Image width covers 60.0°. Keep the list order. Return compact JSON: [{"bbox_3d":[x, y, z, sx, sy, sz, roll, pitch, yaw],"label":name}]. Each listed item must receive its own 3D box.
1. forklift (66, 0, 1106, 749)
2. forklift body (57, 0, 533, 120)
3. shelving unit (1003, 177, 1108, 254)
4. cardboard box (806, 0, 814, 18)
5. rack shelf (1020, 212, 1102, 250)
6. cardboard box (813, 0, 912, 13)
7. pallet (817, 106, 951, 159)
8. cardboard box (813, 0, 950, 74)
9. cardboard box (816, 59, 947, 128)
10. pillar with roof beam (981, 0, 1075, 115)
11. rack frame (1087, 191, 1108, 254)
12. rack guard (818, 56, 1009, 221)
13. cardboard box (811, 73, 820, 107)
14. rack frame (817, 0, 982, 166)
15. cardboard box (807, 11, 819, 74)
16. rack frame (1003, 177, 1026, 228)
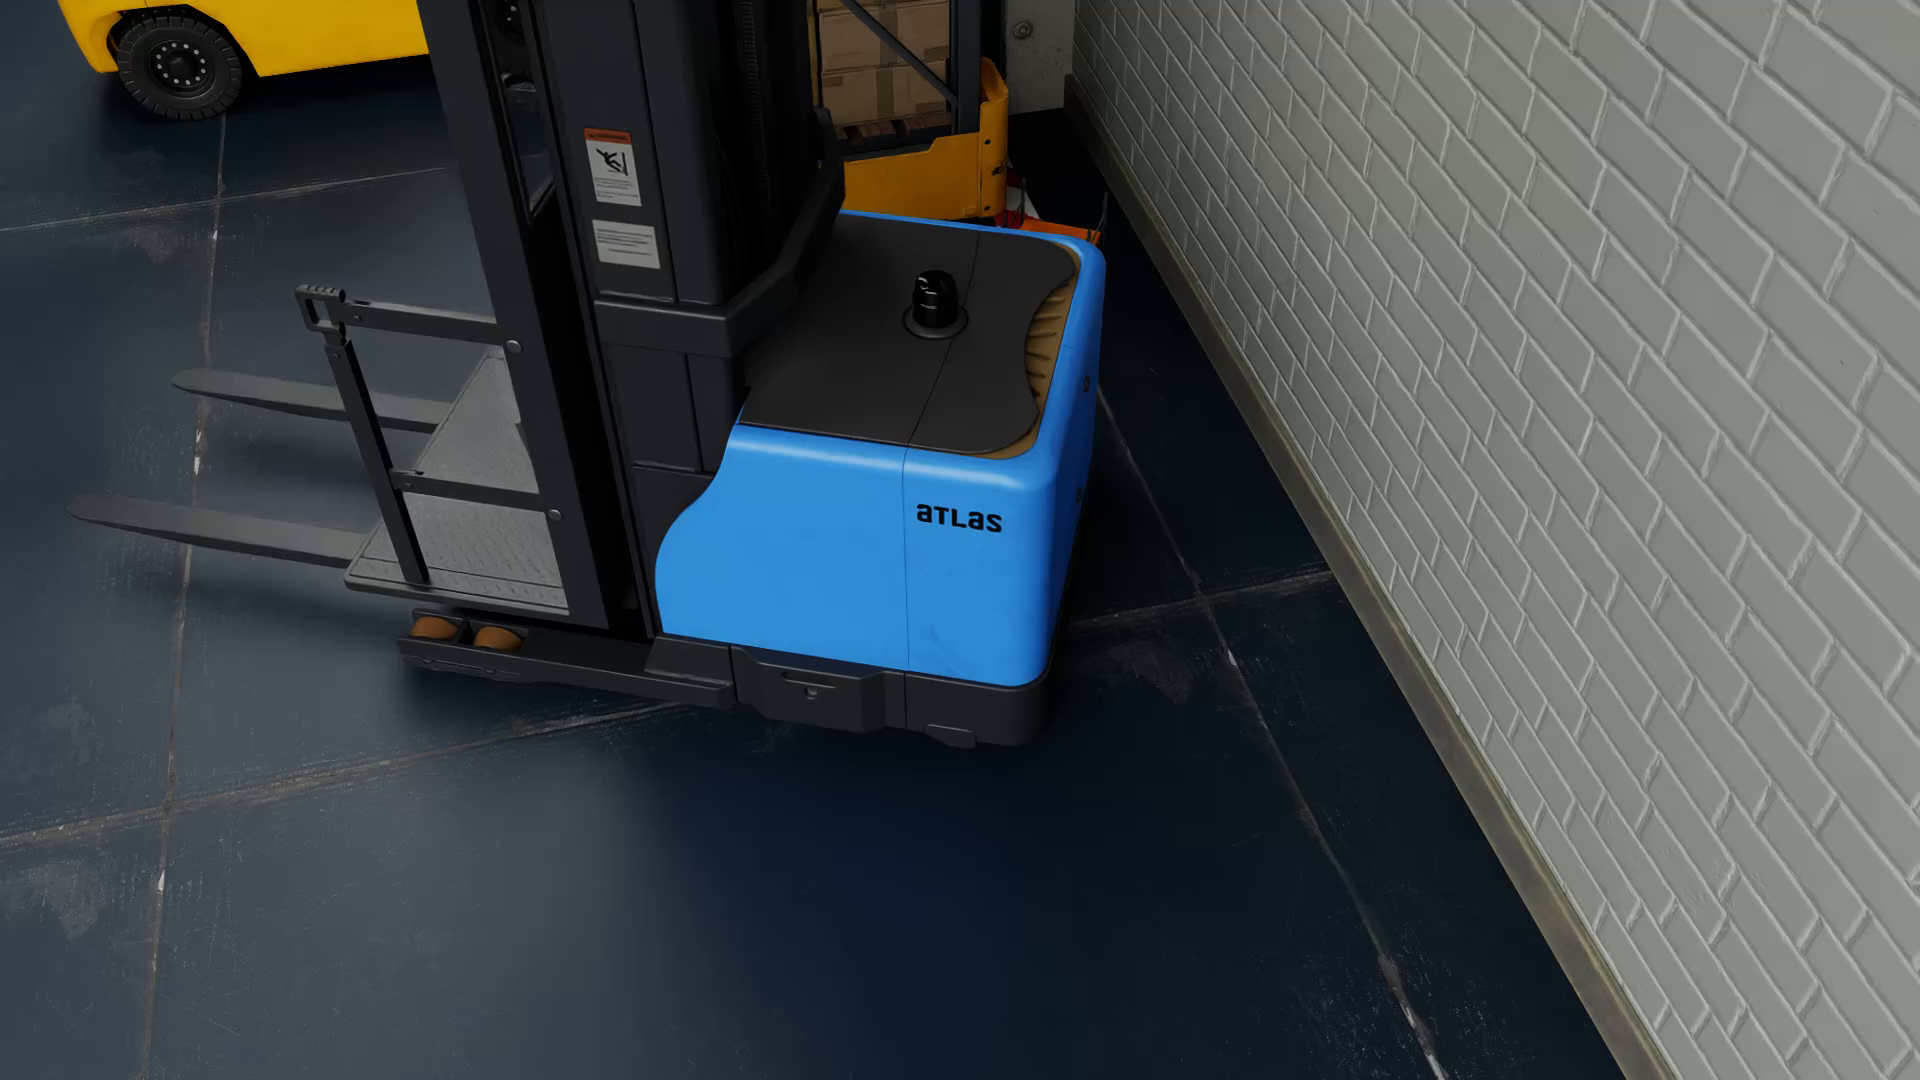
[{"bbox_3d":[-1.156,-0.976,4.154,3.031,2.935,1.130,8,46,8],"label":"forklift"},{"bbox_3d":[-2.668,-3.034,6.717,2.313,2.155,1.214,-11,47,-10],"label":"forklift body"},{"bbox_3d":[0.273,-0.588,5.091,0.252,1.050,0.215,13,47,12],"label":"shelving unit"},{"bbox_3d":[-0.838,-2.151,6.189,0.500,0.250,0.500,-9,46,-9],"label":"cardboard box"},{"bbox_3d":[0.273,-0.779,4.896,0.240,0.259,0.215,13,47,12],"label":"rack shelf"},{"bbox_3d":[-0.359,-2.256,6.292,0.500,0.250,0.500,-11,47,-11],"label":"cardboard box"},{"bbox_3d":[-0.655,-1.900,6.964,1.003,0.211,1.213,-11,47,-10],"label":"pallet"},{"bbox_3d":[-0.339,-2.078,6.467,0.500,0.250,0.500,-10,46,-10],"label":"cardboard box"},{"bbox_3d":[-0.356,-1.915,6.658,0.500,0.250,0.500,-11,47,-10],"label":"cardboard box"},{"bbox_3d":[-3.888,-4.314,3.177,9.100,9.000,0.400,-11,47,-10],"label":"pillar with roof beam"},{"bbox_3d":[0.389,-0.562,5.065,0.008,1.050,0.200,13,47,12],"label":"rack frame"},{"bbox_3d":[-0.413,-1.464,6.335,1.175,0.500,0.348,-11,47,-10],"label":"rack guard"},{"bbox_3d":[-0.845,-1.807,6.551,0.500,0.250,0.500,-10,46,-10],"label":"cardboard box"},{"bbox_3d":[-0.419,-2.355,5.458,1.000,3.000,0.127,-11,47,-10],"label":"rack frame"},{"bbox_3d":[-0.846,-1.994,6.385,0.500,0.250,0.500,-11,47,-11],"label":"cardboard box"},{"bbox_3d":[0.157,-0.615,5.118,0.008,1.050,0.200,13,47,12],"label":"rack frame"}]
